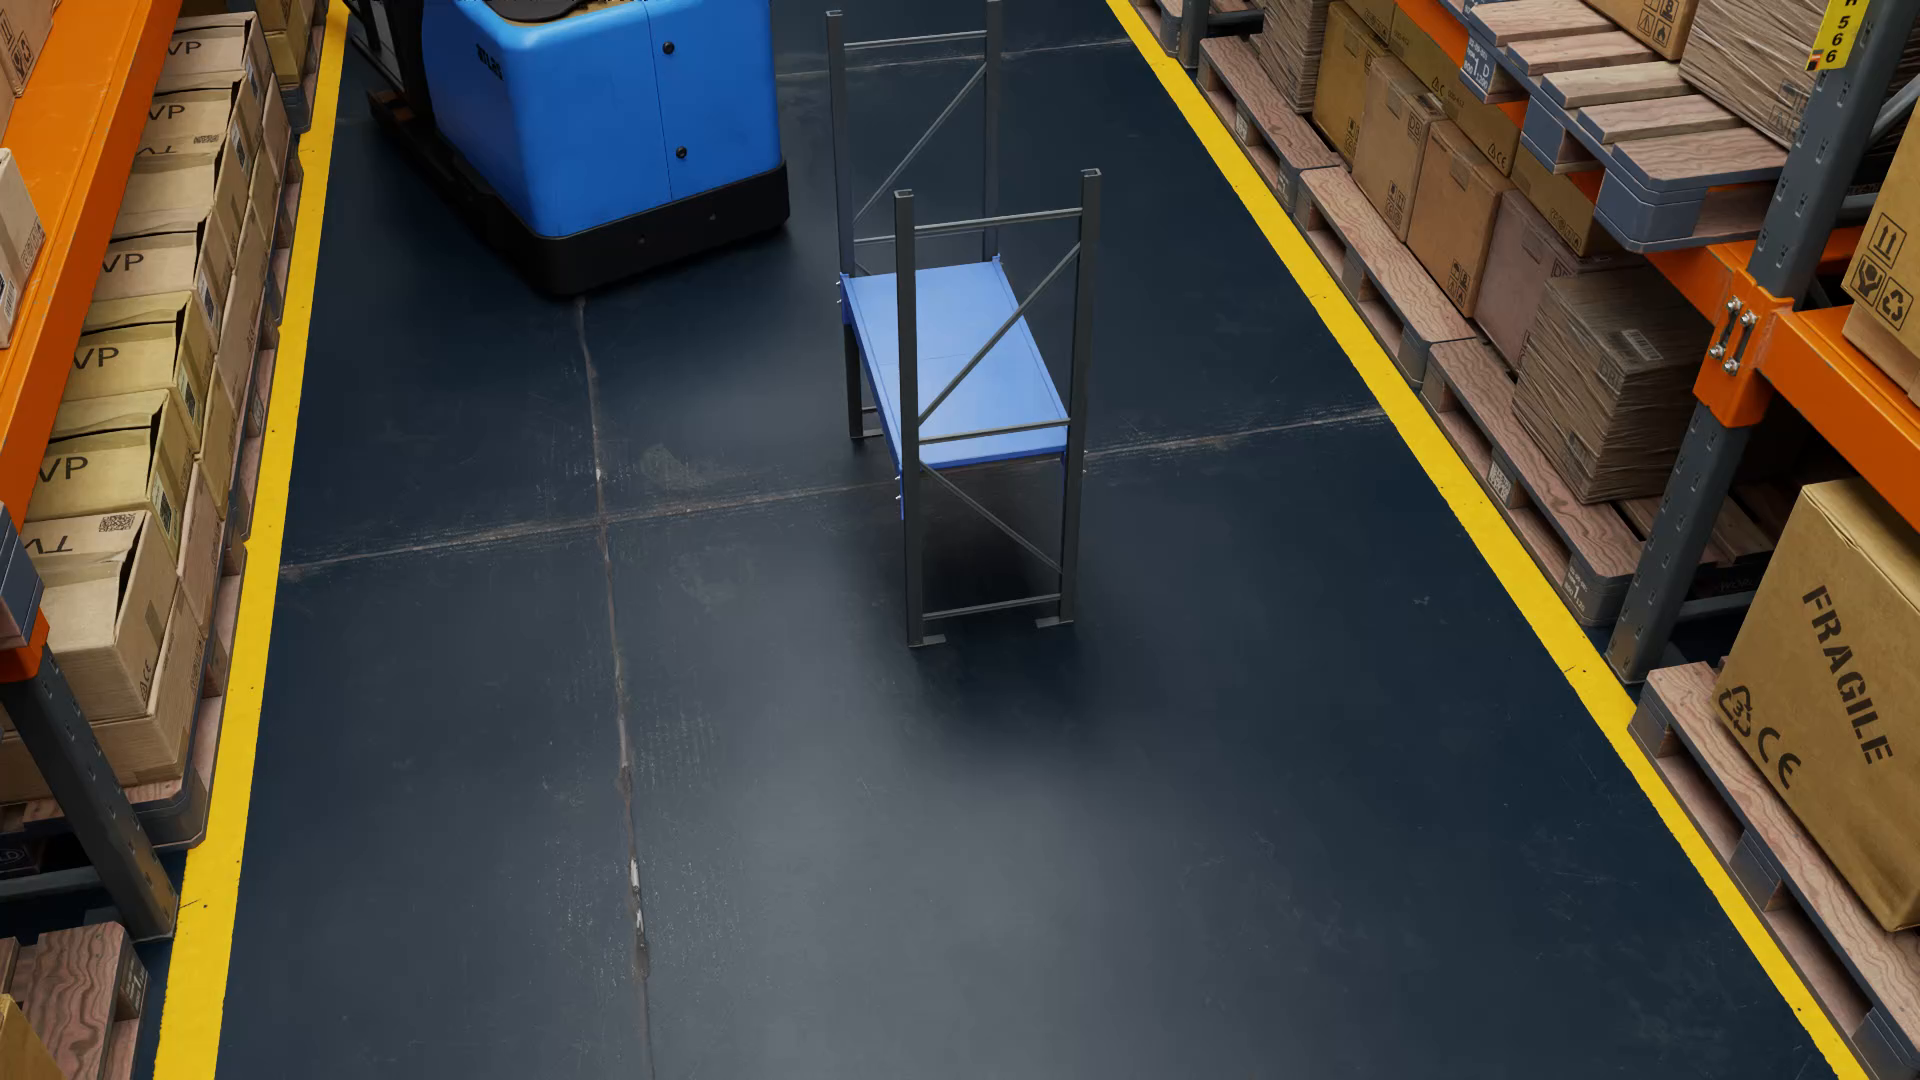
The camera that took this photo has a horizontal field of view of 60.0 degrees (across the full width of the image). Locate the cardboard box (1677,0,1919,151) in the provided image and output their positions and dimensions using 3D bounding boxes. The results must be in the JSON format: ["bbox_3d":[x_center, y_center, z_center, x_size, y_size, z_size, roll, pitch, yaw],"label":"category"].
[{"bbox_3d":[2.270,-1.316,4.066,0.700,0.500,0.500,-13,43,-14],"label":"cardboard box"}]

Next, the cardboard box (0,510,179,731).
[{"bbox_3d":[-2.281,0.182,4.118,0.500,0.311,0.500,-7,42,-8],"label":"cardboard box"}]

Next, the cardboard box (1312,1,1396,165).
[{"bbox_3d":[1.854,-1.830,6.604,0.700,0.500,0.500,-9,42,-10],"label":"cardboard box"}]

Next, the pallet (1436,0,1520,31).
[{"bbox_3d":[1.914,-2.016,5.406,1.003,0.211,1.213,-8,42,-9],"label":"pallet"}]

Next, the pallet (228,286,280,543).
[{"bbox_3d":[-2.854,-0.384,5.523,1.003,0.211,1.213,-8,42,-9],"label":"pallet"}]

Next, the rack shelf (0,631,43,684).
[{"bbox_3d":[-2.023,1.467,1.879,1.077,0.370,4.000,-8,42,-9],"label":"rack shelf"}]

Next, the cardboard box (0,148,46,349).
[{"bbox_3d":[-2.459,-0.672,3.815,0.500,0.311,0.500,-9,42,-10],"label":"cardboard box"}]

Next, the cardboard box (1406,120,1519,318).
[{"bbox_3d":[2.043,-1.168,5.858,0.700,0.500,0.500,-9,42,-10],"label":"cardboard box"}]

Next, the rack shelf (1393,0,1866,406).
[{"bbox_3d":[1.950,-1.838,5.603,1.077,0.370,4.000,-8,42,-9],"label":"rack shelf"}]

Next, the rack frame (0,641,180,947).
[{"bbox_3d":[-2.455,-0.098,3.101,1.000,3.000,0.127,-8,42,-9],"label":"rack frame"}]

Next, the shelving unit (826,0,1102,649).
[{"bbox_3d":[-0.018,-0.616,4.814,0.538,1.500,1.048,-8,42,-9],"label":"shelving unit"}]

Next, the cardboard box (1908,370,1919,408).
[{"bbox_3d":[2.272,-0.313,3.517,0.380,0.149,0.250,-8,42,-9],"label":"cardboard box"}]

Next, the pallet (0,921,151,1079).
[{"bbox_3d":[-2.330,1.434,3.476,1.003,0.211,1.213,-8,42,-9],"label":"pallet"}]

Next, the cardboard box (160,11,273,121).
[{"bbox_3d":[-2.951,-1.808,6.360,0.500,0.311,0.500,-8,42,-9],"label":"cardboard box"}]

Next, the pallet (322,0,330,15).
[{"bbox_3d":[-3.716,-2.962,8.428,1.003,0.211,1.213,-8,42,-9],"label":"pallet"}]

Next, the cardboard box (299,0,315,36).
[{"bbox_3d":[-3.225,-2.489,7.549,0.500,0.250,0.500,-8,42,-9],"label":"cardboard box"}]

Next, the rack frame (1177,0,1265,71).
[{"bbox_3d":[1.518,-3.403,6.824,1.000,3.000,0.127,-8,42,-9],"label":"rack frame"}]

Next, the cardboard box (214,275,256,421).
[{"bbox_3d":[-2.619,-0.603,5.424,0.500,0.250,0.500,-8,42,-8],"label":"cardboard box"}]

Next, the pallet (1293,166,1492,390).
[{"bbox_3d":[1.954,-1.064,6.289,1.003,0.211,1.213,-8,42,-9],"label":"pallet"}]

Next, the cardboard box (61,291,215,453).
[{"bbox_3d":[-2.510,-0.488,4.873,0.500,0.311,0.500,-9,42,-10],"label":"cardboard box"}]

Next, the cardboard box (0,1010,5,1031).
[{"bbox_3d":[-2.007,1.000,2.850,0.500,0.250,0.500,-7,42,-8],"label":"cardboard box"}]

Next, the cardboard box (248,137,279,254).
[{"bbox_3d":[-2.838,-1.264,6.170,0.500,0.250,0.500,-9,42,-10],"label":"cardboard box"}]

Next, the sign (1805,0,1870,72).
[{"bbox_3d":[1.854,-1.130,3.451,0.100,0.325,0.005,-8,42,-9],"label":"sign"}]

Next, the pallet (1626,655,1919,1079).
[{"bbox_3d":[2.478,0.754,4.241,1.003,0.211,1.213,-8,42,-9],"label":"pallet"}]

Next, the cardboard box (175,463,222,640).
[{"bbox_3d":[-2.390,0.066,4.671,0.500,0.250,0.500,-9,42,-10],"label":"cardboard box"}]

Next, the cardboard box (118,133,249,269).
[{"bbox_3d":[-2.727,-1.148,5.616,0.500,0.311,0.500,-8,42,-9],"label":"cardboard box"}]

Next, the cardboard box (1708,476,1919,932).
[{"bbox_3d":[2.412,0.332,3.920,0.750,0.750,0.750,-9,42,-10],"label":"cardboard box"}]

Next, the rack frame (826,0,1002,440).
[{"bbox_3d":[-0.128,-0.946,5.186,0.500,1.500,0.032,-8,42,-9],"label":"rack frame"}]

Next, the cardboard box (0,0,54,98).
[{"bbox_3d":[-2.946,-1.562,4.675,0.500,0.500,0.500,-8,42,-9],"label":"cardboard box"}]

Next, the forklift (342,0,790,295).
[{"bbox_3d":[-1.919,-2.948,6.363,1.130,2.935,3.031,-24,47,-25],"label":"forklift"}]

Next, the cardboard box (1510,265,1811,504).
[{"bbox_3d":[2.175,-0.499,5.105,0.700,0.500,0.500,-8,42,-9],"label":"cardboard box"}]

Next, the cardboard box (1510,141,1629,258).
[{"bbox_3d":[2.113,-1.158,5.282,0.500,0.250,0.500,-8,42,-8],"label":"cardboard box"}]

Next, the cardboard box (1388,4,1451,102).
[{"bbox_3d":[1.908,-1.817,6.024,0.500,0.250,0.500,-9,42,-11],"label":"cardboard box"}]

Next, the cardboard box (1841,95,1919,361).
[{"bbox_3d":[2.236,-0.615,3.369,0.500,0.500,0.500,-7,42,-8],"label":"cardboard box"}]

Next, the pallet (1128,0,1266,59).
[{"bbox_3d":[1.339,-2.791,8.235,1.003,0.211,1.213,-8,42,-9],"label":"pallet"}]
